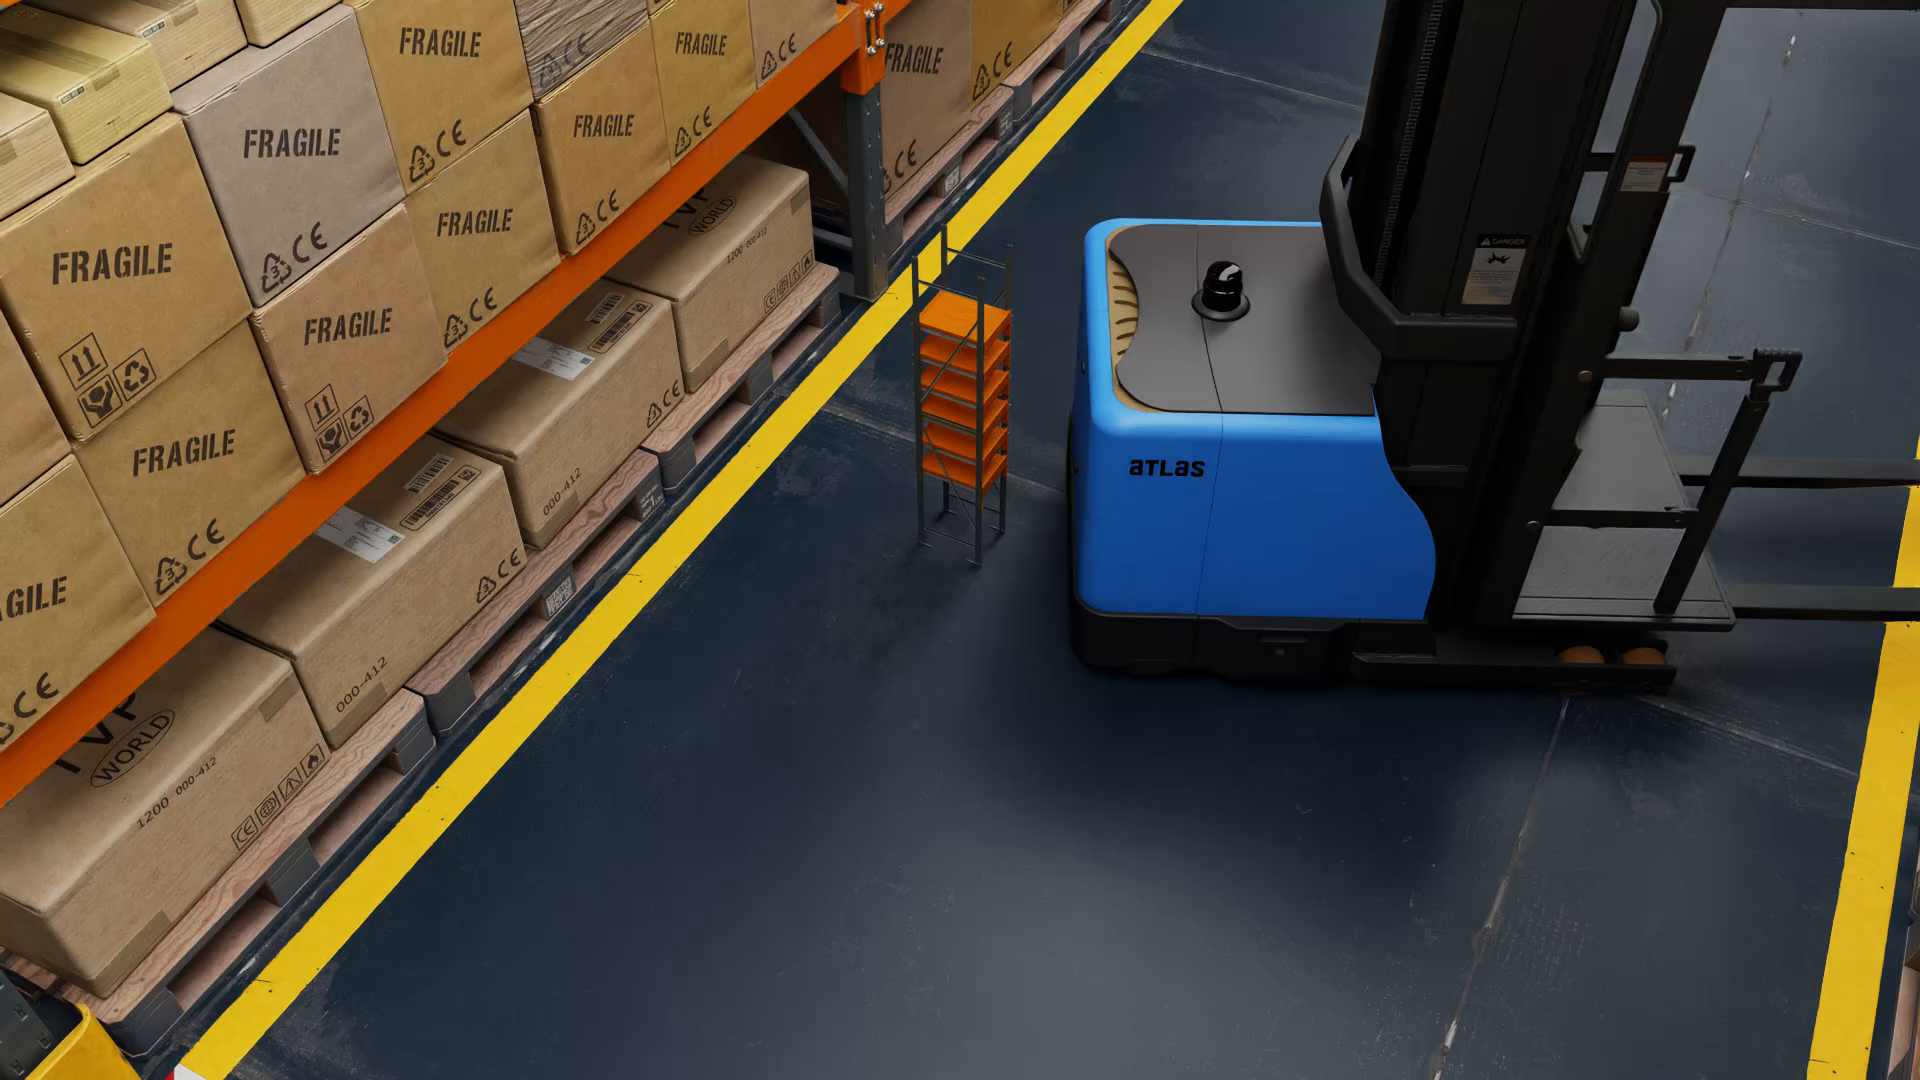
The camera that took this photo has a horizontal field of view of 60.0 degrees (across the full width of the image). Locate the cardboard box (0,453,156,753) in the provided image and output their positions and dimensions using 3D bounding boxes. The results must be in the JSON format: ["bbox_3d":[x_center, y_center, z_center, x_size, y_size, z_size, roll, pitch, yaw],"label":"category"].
[{"bbox_3d":[-2.141,0.076,3.496,0.500,0.500,0.500,20,49,19],"label":"cardboard box"}]

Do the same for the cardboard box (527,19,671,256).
[{"bbox_3d":[-1.205,-1.213,4.769,0.500,0.500,0.500,20,49,18],"label":"cardboard box"}]

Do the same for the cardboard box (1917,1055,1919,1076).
[{"bbox_3d":[2.512,1.216,3.939,0.380,0.149,0.250,21,49,19],"label":"cardboard box"}]

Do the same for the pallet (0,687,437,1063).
[{"bbox_3d":[-2.317,0.769,4.842,1.003,0.211,1.213,20,49,19],"label":"pallet"}]

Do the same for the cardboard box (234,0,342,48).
[{"bbox_3d":[-1.593,-1.241,3.638,0.380,0.149,0.250,21,49,19],"label":"cardboard box"}]

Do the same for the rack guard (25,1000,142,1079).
[{"bbox_3d":[-2.630,1.212,4.200,1.175,0.500,0.348,20,49,19],"label":"rack guard"}]

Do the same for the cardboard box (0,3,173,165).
[{"bbox_3d":[-1.821,-0.915,3.316,0.380,0.149,0.250,19,48,18],"label":"cardboard box"}]

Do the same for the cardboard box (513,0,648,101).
[{"bbox_3d":[-1.207,-1.559,4.408,0.500,0.500,0.500,21,49,20],"label":"cardboard box"}]

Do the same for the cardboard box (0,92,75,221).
[{"bbox_3d":[-1.928,-0.743,3.146,0.380,0.149,0.250,22,49,20],"label":"cardboard box"}]

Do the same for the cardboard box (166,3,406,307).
[{"bbox_3d":[-1.678,-0.931,3.788,0.500,0.500,0.500,20,49,19],"label":"cardboard box"}]

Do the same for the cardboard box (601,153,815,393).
[{"bbox_3d":[-1.148,-1.088,6.223,0.875,0.438,0.875,20,49,19],"label":"cardboard box"}]

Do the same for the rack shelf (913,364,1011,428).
[{"bbox_3d":[0.007,-0.484,5.279,0.258,0.103,0.180,20,49,19],"label":"rack shelf"}]

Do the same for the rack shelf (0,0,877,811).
[{"bbox_3d":[-1.690,-0.689,4.827,1.077,0.370,4.000,20,49,19],"label":"rack shelf"}]

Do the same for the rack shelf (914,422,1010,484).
[{"bbox_3d":[0.007,-0.315,5.449,0.258,0.103,0.180,20,49,19],"label":"rack shelf"}]

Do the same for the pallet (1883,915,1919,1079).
[{"bbox_3d":[2.824,1.556,4.064,1.003,0.211,1.213,20,49,19],"label":"pallet"}]

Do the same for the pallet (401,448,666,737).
[{"bbox_3d":[-1.749,0.003,5.598,1.003,0.211,1.213,20,49,19],"label":"pallet"}]

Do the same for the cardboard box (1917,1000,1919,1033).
[{"bbox_3d":[2.650,1.178,4.186,0.380,0.149,0.250,19,48,18],"label":"cardboard box"}]

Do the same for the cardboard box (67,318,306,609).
[{"bbox_3d":[-1.931,-0.252,3.820,0.500,0.500,0.500,20,49,19],"label":"cardboard box"}]

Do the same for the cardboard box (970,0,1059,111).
[{"bbox_3d":[-0.132,-2.591,7.400,0.875,0.875,0.875,22,49,20],"label":"cardboard box"}]

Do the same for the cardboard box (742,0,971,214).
[{"bbox_3d":[-0.545,-2.019,6.835,0.875,0.875,0.875,22,49,20],"label":"cardboard box"}]

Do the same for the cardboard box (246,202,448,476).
[{"bbox_3d":[-1.679,-0.567,4.131,0.500,0.500,0.500,20,49,19],"label":"cardboard box"}]

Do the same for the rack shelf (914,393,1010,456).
[{"bbox_3d":[0.007,-0.400,5.364,0.258,0.103,0.180,20,49,19],"label":"rack shelf"}]

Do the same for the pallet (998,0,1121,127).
[{"bbox_3d":[0.095,-2.504,8.076,1.003,0.211,1.213,20,49,19],"label":"pallet"}]

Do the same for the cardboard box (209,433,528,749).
[{"bbox_3d":[-1.983,0.043,5.104,0.875,0.438,0.875,22,49,20],"label":"cardboard box"}]

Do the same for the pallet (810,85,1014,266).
[{"bbox_3d":[-0.470,-1.732,7.314,1.003,0.211,1.213,20,49,19],"label":"pallet"}]

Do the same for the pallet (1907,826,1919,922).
[{"bbox_3d":[3.389,0.784,4.827,1.003,0.211,1.213,20,49,19],"label":"pallet"}]

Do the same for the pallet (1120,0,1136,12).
[{"bbox_3d":[0.663,-3.269,8.833,1.003,0.211,1.213,20,49,19],"label":"pallet"}]

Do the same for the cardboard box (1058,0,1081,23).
[{"bbox_3d":[0.283,-3.154,7.957,0.875,0.875,0.875,21,49,20],"label":"cardboard box"}]

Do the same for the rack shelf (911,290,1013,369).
[{"bbox_3d":[0.007,-0.653,5.108,0.258,0.103,0.180,20,49,19],"label":"rack shelf"}]

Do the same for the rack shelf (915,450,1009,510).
[{"bbox_3d":[0.007,-0.231,5.535,0.258,0.103,0.180,20,49,19],"label":"rack shelf"}]

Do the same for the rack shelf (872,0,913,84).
[{"bbox_3d":[0.167,-3.209,7.318,1.077,0.370,4.000,20,49,19],"label":"rack shelf"}]

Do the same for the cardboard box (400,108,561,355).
[{"bbox_3d":[-1.461,-0.888,4.448,0.500,0.500,0.500,22,49,20],"label":"cardboard box"}]

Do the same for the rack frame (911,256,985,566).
[{"bbox_3d":[-0.036,-0.373,5.275,0.240,1.200,0.006,20,49,19],"label":"rack frame"}]

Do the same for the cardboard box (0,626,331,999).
[{"bbox_3d":[-2.401,0.623,4.532,0.875,0.438,0.875,19,48,18],"label":"cardboard box"}]

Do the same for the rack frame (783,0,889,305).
[{"bbox_3d":[-0.762,-2.201,5.817,1.000,3.000,0.127,20,49,19],"label":"rack frame"}]

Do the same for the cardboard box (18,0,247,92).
[{"bbox_3d":[-1.746,-1.098,3.496,0.380,0.149,0.250,21,49,19],"label":"cardboard box"}]

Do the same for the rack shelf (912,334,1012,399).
[{"bbox_3d":[0.007,-0.568,5.193,0.258,0.103,0.180,20,49,19],"label":"rack shelf"}]

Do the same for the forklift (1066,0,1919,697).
[{"bbox_3d":[1.880,-0.921,4.600,3.031,2.935,1.130,1,45,1],"label":"forklift"}]

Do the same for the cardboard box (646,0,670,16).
[{"bbox_3d":[-0.979,-1.883,4.728,0.500,0.500,0.500,20,49,18],"label":"cardboard box"}]

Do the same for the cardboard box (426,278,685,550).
[{"bbox_3d":[-1.563,-0.524,5.665,0.875,0.438,0.875,19,48,18],"label":"cardboard box"}]

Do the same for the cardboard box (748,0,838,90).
[{"bbox_3d":[-0.750,-1.860,5.409,0.500,0.500,0.500,21,49,19],"label":"cardboard box"}]

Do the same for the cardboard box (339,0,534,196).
[{"bbox_3d":[-1.447,-1.246,4.099,0.500,0.500,0.500,21,49,19],"label":"cardboard box"}]

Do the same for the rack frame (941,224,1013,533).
[{"bbox_3d":[0.049,-0.489,5.389,0.240,1.200,0.006,20,49,19],"label":"rack frame"}]

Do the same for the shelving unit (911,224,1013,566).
[{"bbox_3d":[0.007,-0.431,5.332,0.258,1.200,0.189,20,49,19],"label":"shelving unit"}]

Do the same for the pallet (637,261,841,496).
[{"bbox_3d":[-1.184,-0.768,6.361,1.003,0.211,1.213,20,49,19],"label":"pallet"}]

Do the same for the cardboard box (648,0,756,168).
[{"bbox_3d":[-0.984,-1.534,5.087,0.500,0.500,0.500,19,48,18],"label":"cardboard box"}]

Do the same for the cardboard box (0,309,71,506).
[{"bbox_3d":[-2.143,-0.277,3.141,0.500,0.500,0.500,19,48,18],"label":"cardboard box"}]

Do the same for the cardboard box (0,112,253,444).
[{"bbox_3d":[-1.910,-0.604,3.465,0.500,0.500,0.500,19,48,18],"label":"cardboard box"}]
